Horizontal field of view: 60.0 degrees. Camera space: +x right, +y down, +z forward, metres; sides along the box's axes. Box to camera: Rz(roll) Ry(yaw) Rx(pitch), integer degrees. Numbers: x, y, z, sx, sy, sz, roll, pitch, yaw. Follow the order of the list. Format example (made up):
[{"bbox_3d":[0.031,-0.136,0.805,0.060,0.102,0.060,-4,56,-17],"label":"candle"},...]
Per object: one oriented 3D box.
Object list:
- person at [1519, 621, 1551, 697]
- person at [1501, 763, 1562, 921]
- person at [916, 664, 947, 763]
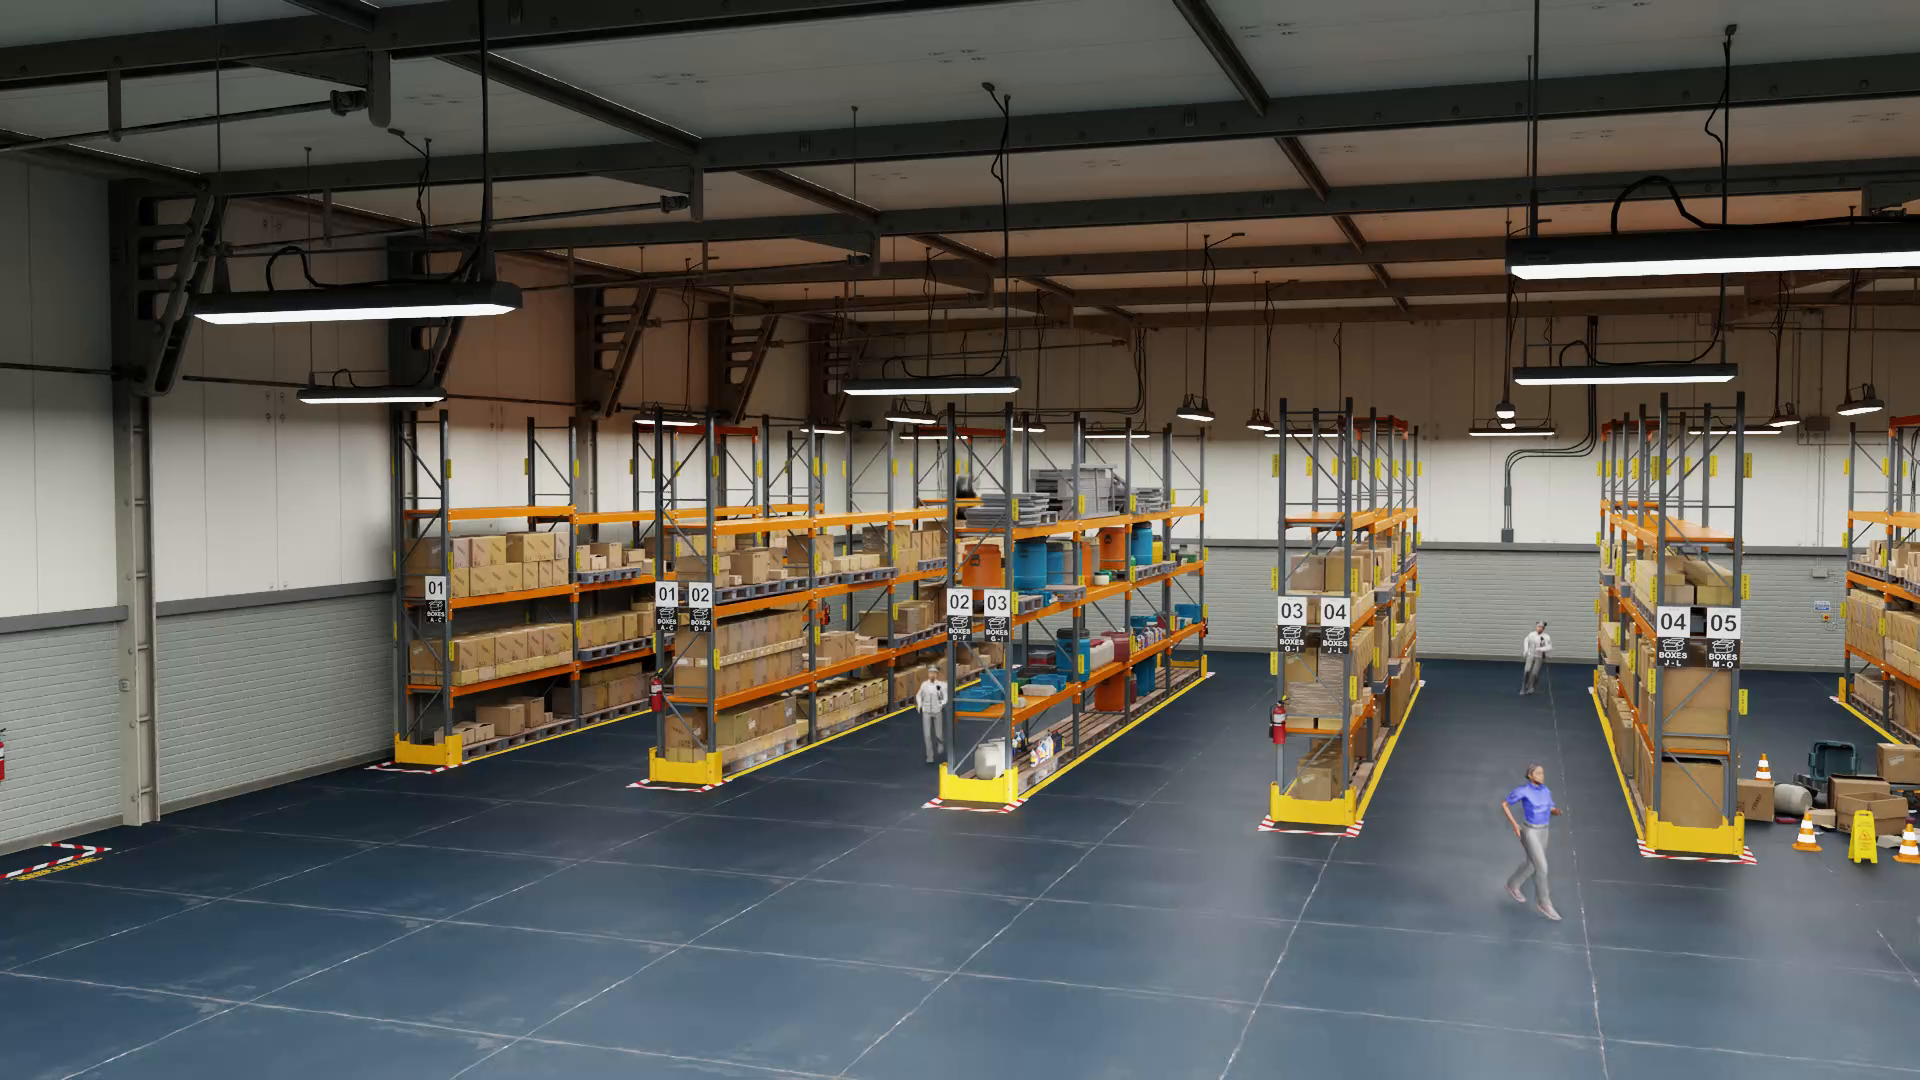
[{"bbox_3d":[12.735,2.602,36.699,0.620,1.679,0.694,1,3,31],"label":"person"},{"bbox_3d":[6.472,3.356,18.751,0.562,1.690,0.846,-2,3,-33],"label":"person"},{"bbox_3d":[-0.467,2.949,28.493,0.622,1.654,0.717,0,2,9],"label":"person"}]
